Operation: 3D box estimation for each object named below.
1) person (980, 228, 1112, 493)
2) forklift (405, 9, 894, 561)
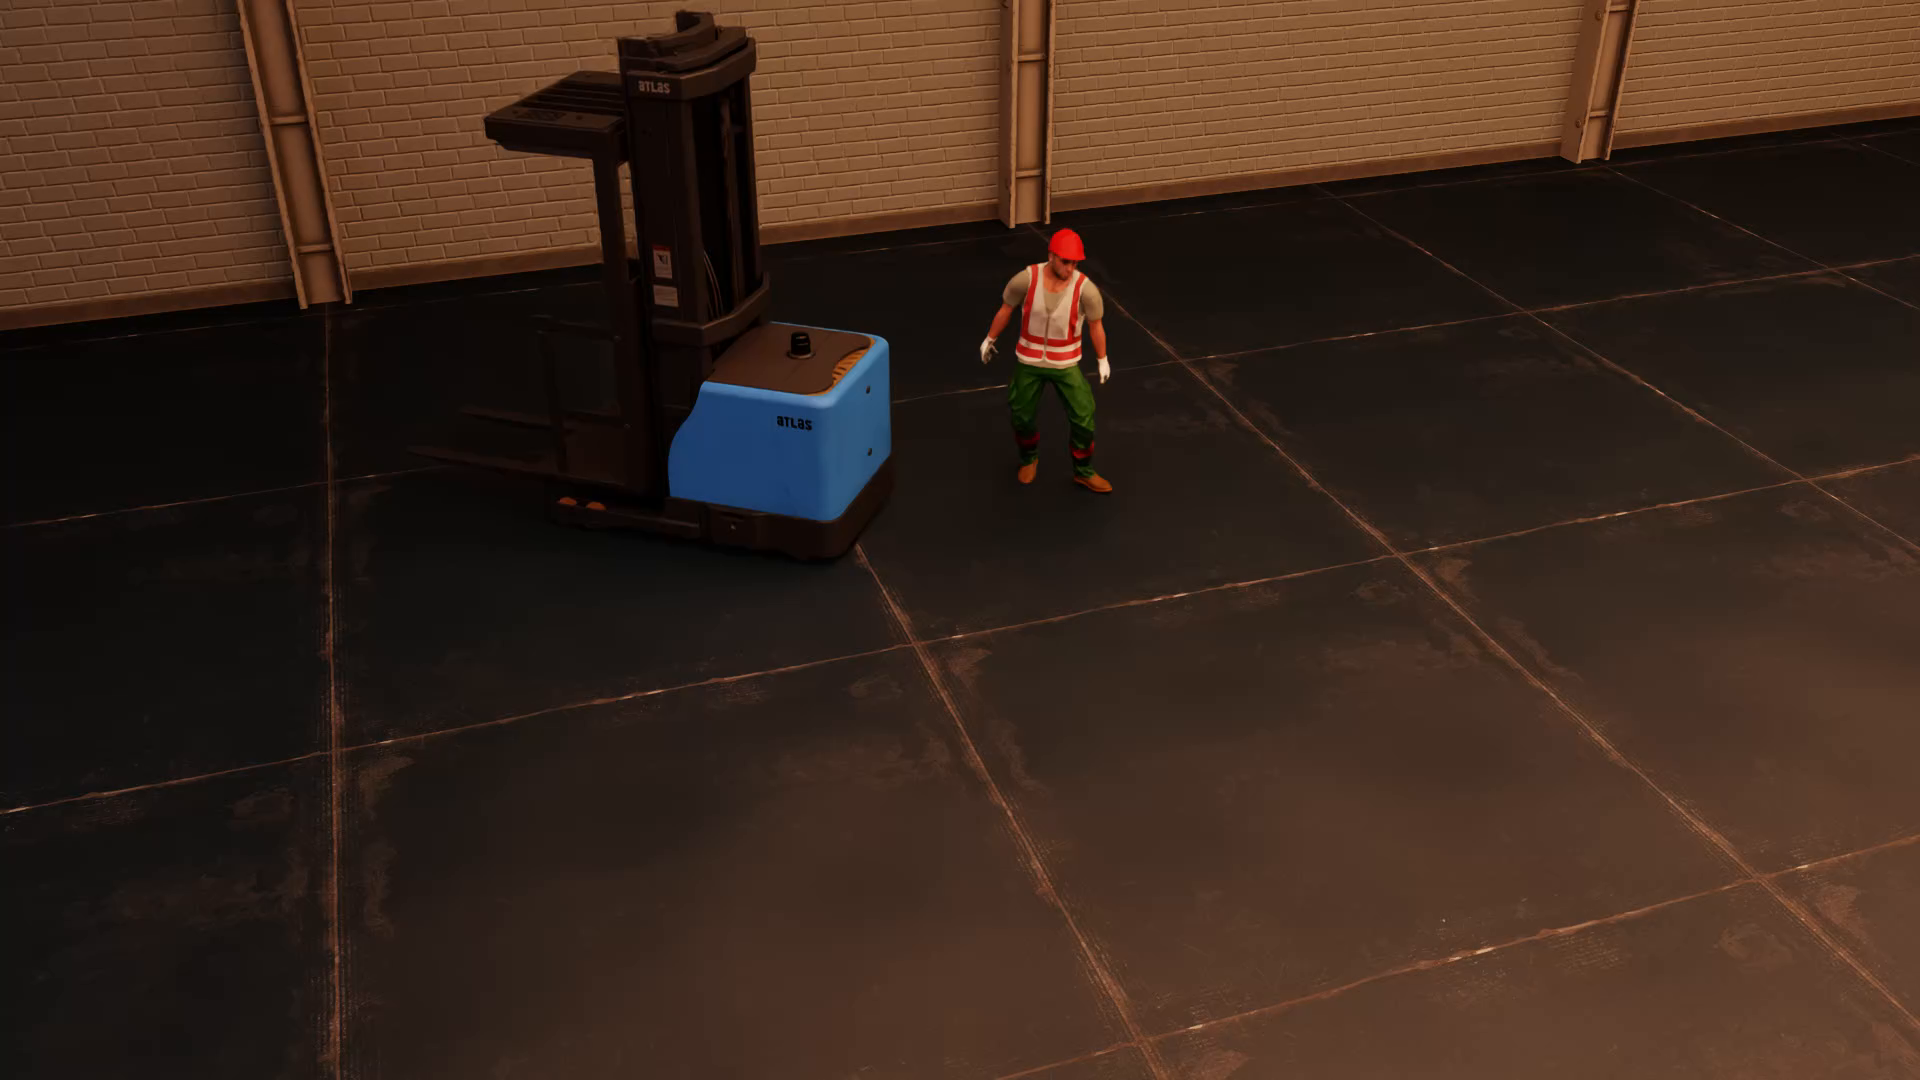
[{"bbox_3d":[0.544,-1.111,10.256,0.890,1.745,0.479,7,31,11],"label":"person"},{"bbox_3d":[-1.989,-1.571,9.818,3.031,2.935,1.130,9,31,16],"label":"forklift"}]
